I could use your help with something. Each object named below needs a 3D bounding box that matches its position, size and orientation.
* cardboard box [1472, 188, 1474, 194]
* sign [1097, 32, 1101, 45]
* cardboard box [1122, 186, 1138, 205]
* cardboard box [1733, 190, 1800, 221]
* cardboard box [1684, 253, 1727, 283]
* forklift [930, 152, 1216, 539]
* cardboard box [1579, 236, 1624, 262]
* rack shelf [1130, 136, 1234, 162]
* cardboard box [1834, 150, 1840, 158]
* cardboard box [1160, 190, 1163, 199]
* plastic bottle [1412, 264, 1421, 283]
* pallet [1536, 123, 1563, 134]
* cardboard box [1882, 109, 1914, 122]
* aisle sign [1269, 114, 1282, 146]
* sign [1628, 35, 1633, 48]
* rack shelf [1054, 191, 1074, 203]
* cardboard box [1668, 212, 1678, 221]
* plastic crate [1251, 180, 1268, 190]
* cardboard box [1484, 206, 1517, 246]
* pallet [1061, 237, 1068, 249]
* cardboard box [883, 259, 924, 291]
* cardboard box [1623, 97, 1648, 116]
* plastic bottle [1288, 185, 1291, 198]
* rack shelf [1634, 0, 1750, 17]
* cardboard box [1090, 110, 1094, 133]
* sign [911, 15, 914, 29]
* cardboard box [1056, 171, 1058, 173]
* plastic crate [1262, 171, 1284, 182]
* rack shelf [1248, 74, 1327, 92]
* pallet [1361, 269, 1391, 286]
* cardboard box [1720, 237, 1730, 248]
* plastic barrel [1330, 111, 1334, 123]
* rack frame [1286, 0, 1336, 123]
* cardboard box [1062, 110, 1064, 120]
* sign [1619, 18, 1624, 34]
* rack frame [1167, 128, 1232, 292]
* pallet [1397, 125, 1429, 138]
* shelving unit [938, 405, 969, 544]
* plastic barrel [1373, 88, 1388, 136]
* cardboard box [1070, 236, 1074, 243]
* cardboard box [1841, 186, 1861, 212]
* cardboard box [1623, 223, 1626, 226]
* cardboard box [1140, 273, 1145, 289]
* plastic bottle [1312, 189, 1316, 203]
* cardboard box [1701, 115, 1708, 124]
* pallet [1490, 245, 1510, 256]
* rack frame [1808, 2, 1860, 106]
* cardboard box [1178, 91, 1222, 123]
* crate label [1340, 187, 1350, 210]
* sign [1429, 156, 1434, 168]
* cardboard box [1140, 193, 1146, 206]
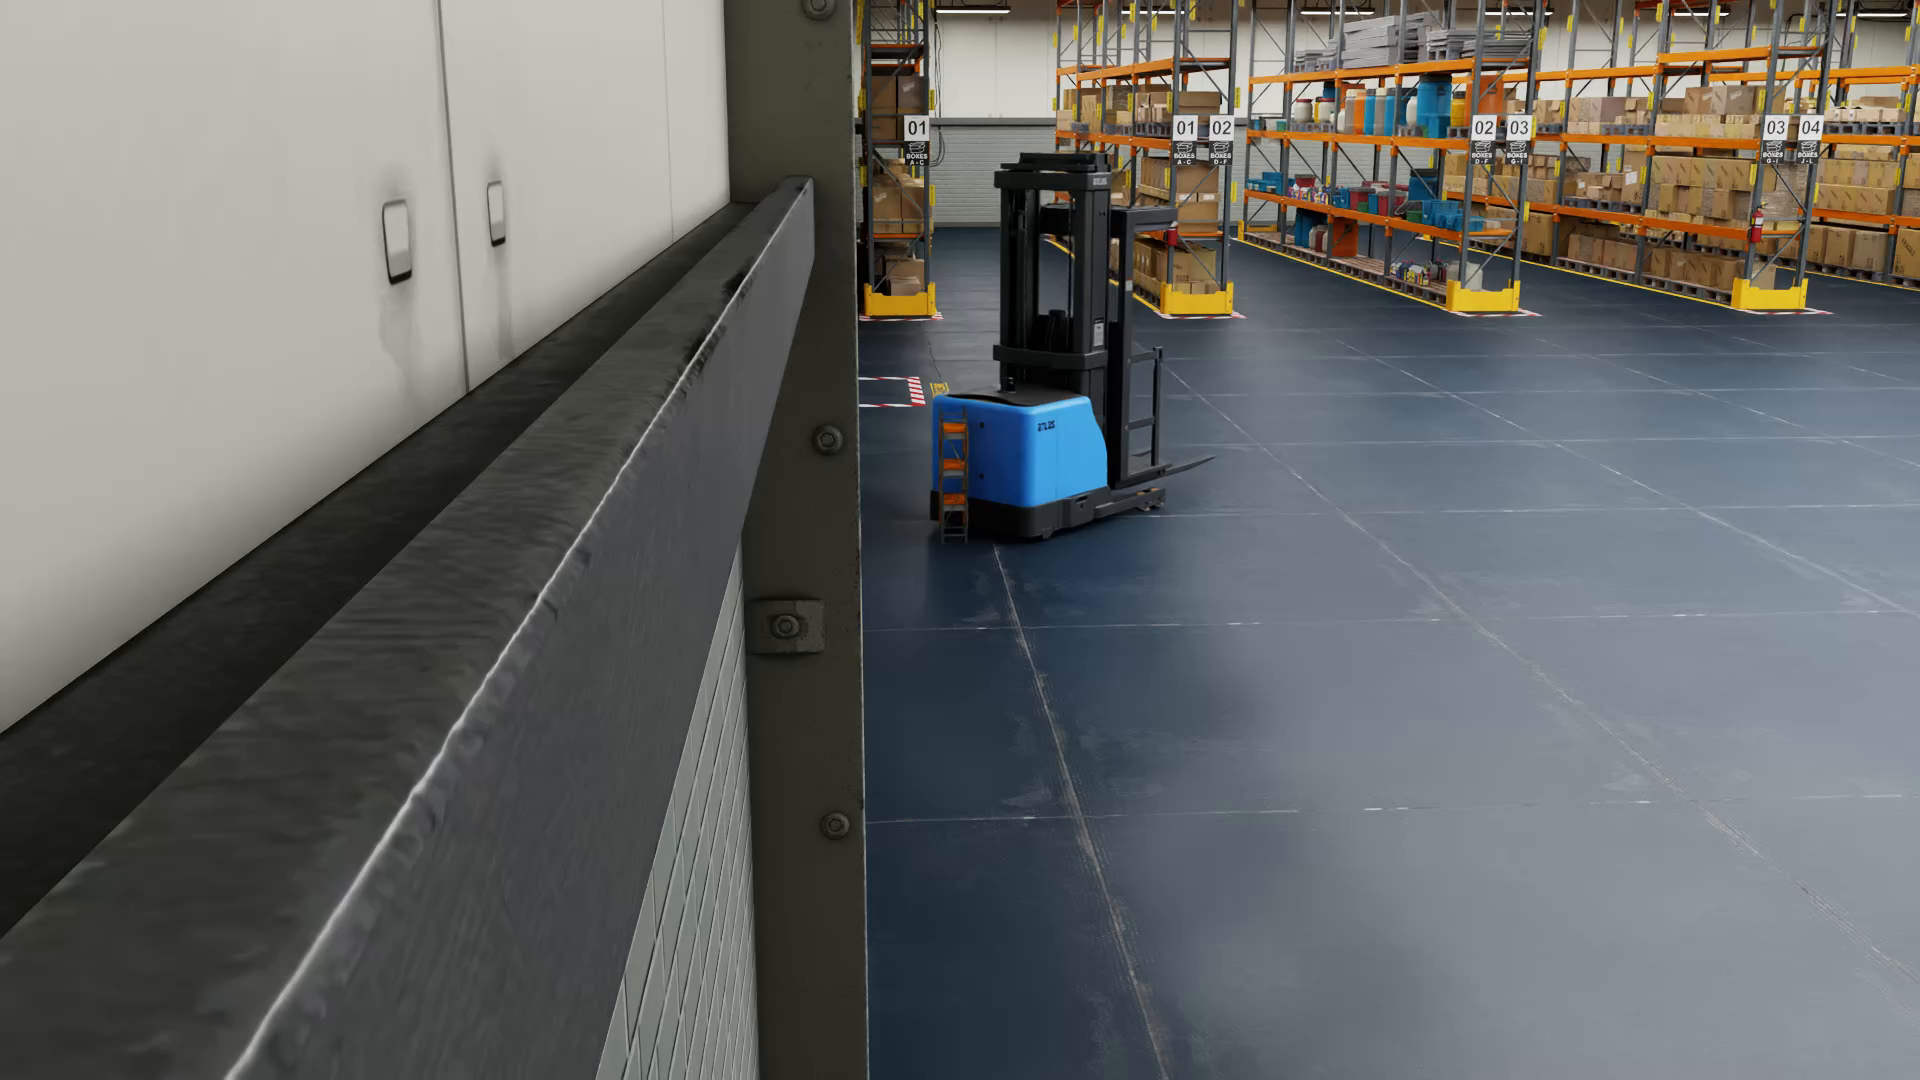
[{"bbox_3d":[12.696,-8.535,40.684,0.380,0.149,0.250,-1,14,-2],"label":"cardboard box"},{"bbox_3d":[3.510,-12.675,42.038,0.100,0.325,0.005,-1,14,-3],"label":"sign"},{"bbox_3d":[3.570,-6.879,33.542,0.500,0.500,0.500,-2,15,-6],"label":"cardboard box"},{"bbox_3d":[13.827,-5.740,28.517,0.875,0.500,0.500,-1,14,-3],"label":"cardboard box"},{"bbox_3d":[13.730,-5.002,30.621,0.500,0.500,0.500,-2,15,-8],"label":"cardboard box"},{"bbox_3d":[1.094,-1.729,13.865,1.130,2.935,3.031,12,19,38],"label":"forklift"},{"bbox_3d":[13.446,-6.098,34.841,0.700,0.500,0.500,-2,15,-8],"label":"cardboard box"},{"bbox_3d":[3.822,-6.860,29.092,1.077,0.370,4.000,-1,14,-3],"label":"rack shelf"},{"bbox_3d":[22.557,-9.695,42.479,0.500,0.500,0.500,-1,14,-4],"label":"cardboard box"},{"bbox_3d":[3.668,-5.969,28.704,0.380,0.149,0.250,0,14,-2],"label":"cardboard box"},{"bbox_3d":[8.327,-4.852,30.299,0.144,0.351,0.185,0,14,-1],"label":"plastic bottle"},{"bbox_3d":[13.245,-8.920,36.035,1.213,0.211,1.003,0,14,-1],"label":"pallet"},{"bbox_3d":[18.339,-8.261,32.353,0.500,0.250,0.500,-1,14,-3],"label":"cardboard box"},{"bbox_3d":[8.186,-10.594,42.965,0.394,0.787,0.004,-1,14,-3],"label":"aisle sign"},{"bbox_3d":[17.257,-12.828,42.792,0.100,0.325,0.005,-1,14,-3],"label":"sign"},{"bbox_3d":[3.078,-8.391,41.064,1.077,0.370,4.000,-1,14,-3],"label":"rack shelf"},{"bbox_3d":[20.976,-6.629,32.272,15.820,0.649,2.596,-1,14,-3],"label":"cardboard box"},{"bbox_3d":[7.626,-9.031,42.320,0.416,0.233,0.300,-1,14,-3],"label":"plastic crate"},{"bbox_3d":[13.149,-7.410,39.227,1.225,0.875,0.875,-1,14,-3],"label":"cardboard box"},{"bbox_3d":[3.082,-7.367,41.235,1.003,0.211,1.213,-1,14,-3],"label":"pallet"},{"bbox_3d":[-0.982,-4.682,29.336,0.700,0.500,0.500,-2,15,-7],"label":"cardboard box"},{"bbox_3d":[13.675,-8.777,33.897,0.500,0.500,0.500,-1,14,-2],"label":"cardboard box"},{"bbox_3d":[7.743,-8.164,38.970,0.061,0.283,0.133,-1,14,-3],"label":"plastic bottle"},{"bbox_3d":[17.923,-13.110,40.693,1.077,0.370,4.000,-1,14,-3],"label":"rack shelf"},{"bbox_3d":[3.326,-9.113,36.204,0.910,0.500,0.500,-1,14,-3],"label":"cardboard box"},{"bbox_3d":[-0.953,-10.577,34.043,0.100,0.325,0.005,-1,14,-3],"label":"sign"},{"bbox_3d":[2.719,-9.171,42.451,0.500,0.500,0.500,-1,14,-2],"label":"cardboard box"},{"bbox_3d":[8.106,-9.279,42.877,0.616,0.435,0.499,-1,14,-3],"label":"plastic crate"},{"bbox_3d":[8.022,-11.179,40.660,1.077,0.370,4.000,-1,14,-3],"label":"rack shelf"},{"bbox_3d":[8.555,-5.173,32.707,1.003,0.211,1.213,-1,14,-3],"label":"pallet"},{"bbox_3d":[17.908,-6.989,38.344,0.500,0.500,0.500,-1,14,-2],"label":"cardboard box"},{"bbox_3d":[8.181,-9.177,36.088,0.301,0.262,0.301,0,14,0],"label":"plastic barrel"},{"bbox_3d":[8.146,-11.223,38.588,1.000,3.000,0.127,-1,14,-3],"label":"rack frame"},{"bbox_3d":[2.788,-10.479,41.012,0.500,0.250,0.500,-1,14,-3],"label":"cardboard box"},{"bbox_3d":[13.879,-10.807,34.934,0.100,0.325,0.005,-1,14,-3],"label":"sign"},{"bbox_3d":[3.946,-5.258,27.442,1.000,3.000,0.127,-1,14,-3],"label":"rack frame"},{"bbox_3d":[8.784,-7.512,30.561,1.213,0.211,1.003,-1,14,-3],"label":"pallet"},{"bbox_3d":[-0.051,-0.507,12.889,0.215,1.050,0.252,-1,14,-4],"label":"shelving unit"},{"bbox_3d":[8.353,-8.310,32.277,0.600,0.901,0.600,0,14,0],"label":"plastic barrel"},{"bbox_3d":[2.884,-7.382,39.832,0.500,0.500,0.500,-1,14,-3],"label":"cardboard box"},{"bbox_3d":[18.180,-6.882,33.552,0.500,0.500,0.500,-1,14,-3],"label":"cardboard box"},{"bbox_3d":[17.575,-8.273,43.443,0.380,0.149,0.250,0,14,-1],"label":"cardboard box"},{"bbox_3d":[3.513,-4.631,29.683,0.500,0.250,0.500,-1,14,-3],"label":"cardboard box"},{"bbox_3d":[7.873,-7.645,36.954,0.061,0.283,0.133,-1,14,-3],"label":"plastic bottle"},{"bbox_3d":[13.466,-7.505,29.657,0.380,0.149,0.250,-1,14,-2],"label":"cardboard box"},{"bbox_3d":[13.213,-6.853,39.239,1.003,0.211,1.213,-1,14,-3],"label":"pallet"},{"bbox_3d":[22.733,-12.448,43.346,1.000,3.000,0.127,-1,14,-3],"label":"rack frame"},{"bbox_3d":[3.914,-7.175,27.542,0.797,0.503,0.637,0,14,0],"label":"cardboard box"},{"bbox_3d":[8.186,-7.089,34.488,0.502,0.435,0.616,-1,14,-3],"label":"crate label"},{"bbox_3d":[12.288,-9.840,43.354,0.100,0.325,0.005,-1,14,-3],"label":"sign"},{"bbox_3d":[3.732,-6.191,30.868,0.700,0.500,0.500,-1,14,-5],"label":"cardboard box"}]
